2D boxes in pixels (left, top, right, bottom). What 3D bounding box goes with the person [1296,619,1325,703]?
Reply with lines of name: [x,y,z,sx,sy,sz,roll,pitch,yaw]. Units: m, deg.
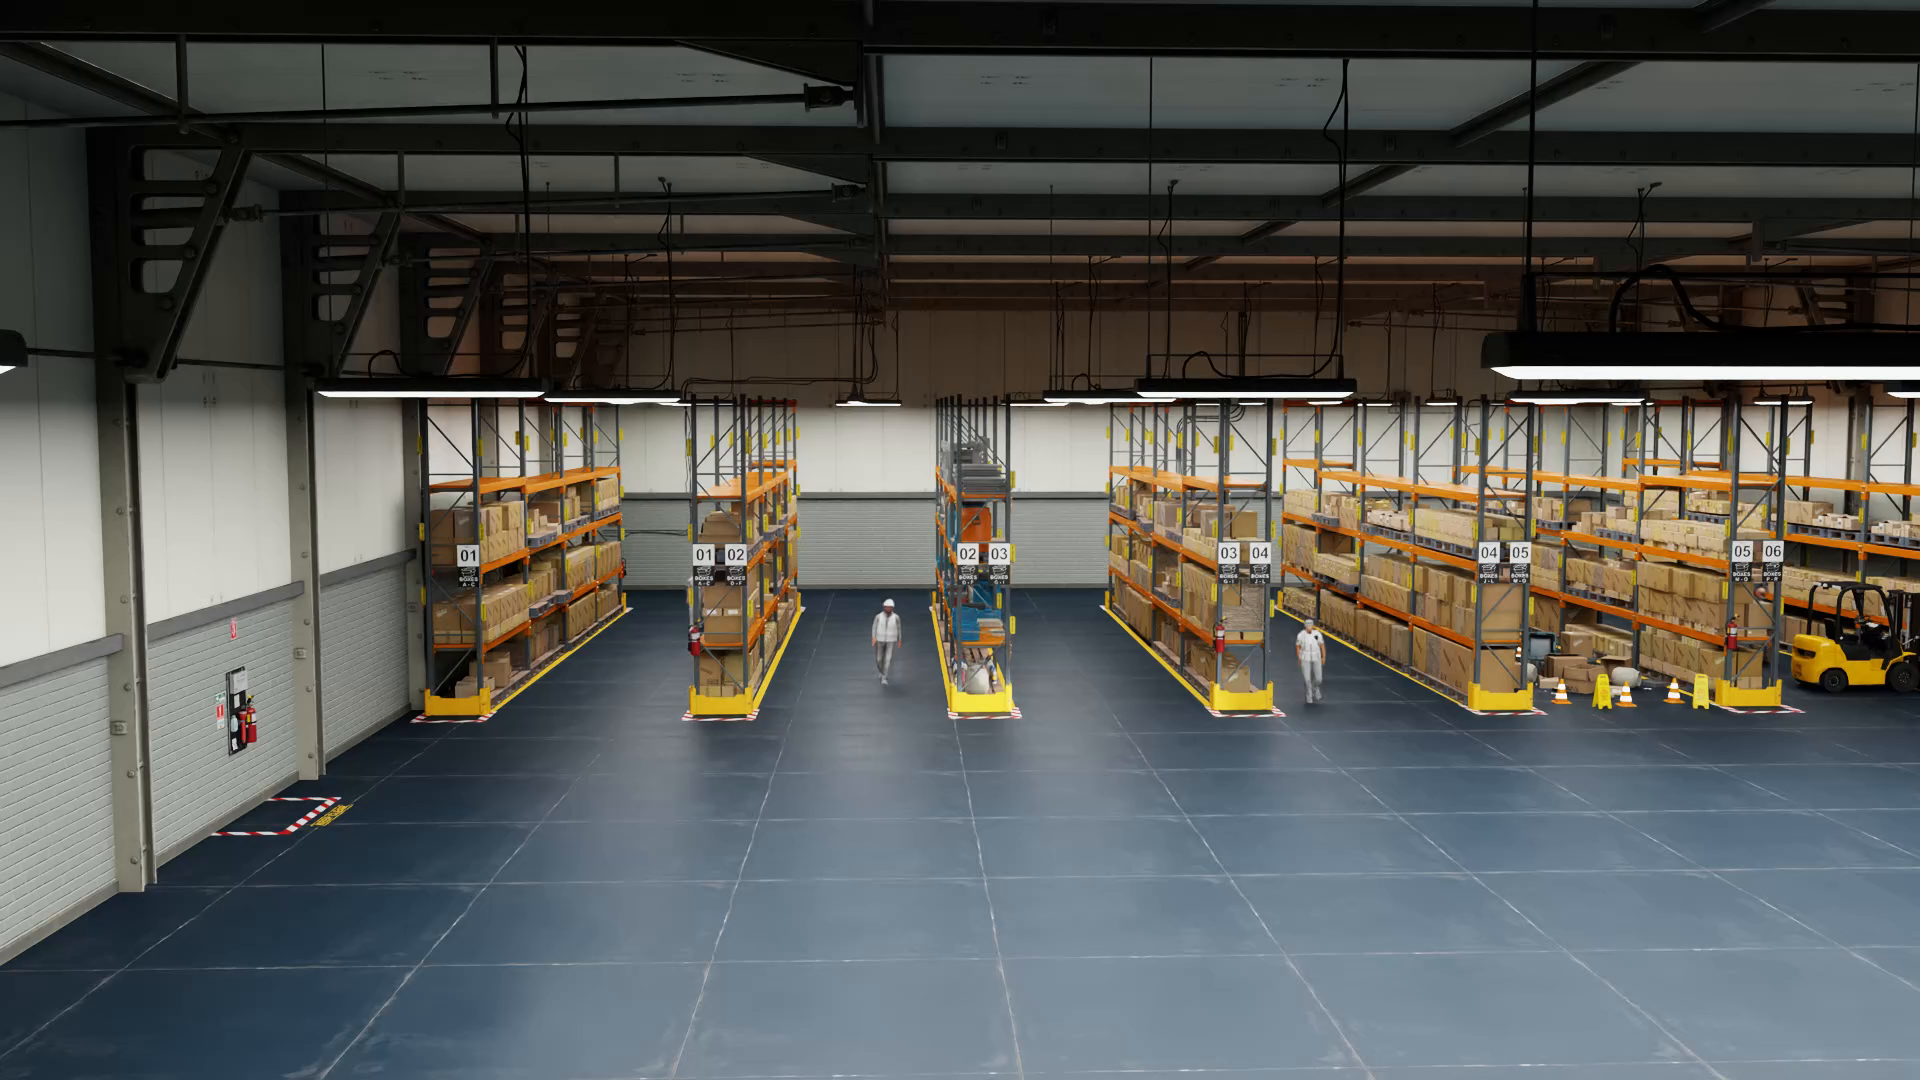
person: [6.866,2.349,32.566,0.553,1.645,0.557,1,5,6]

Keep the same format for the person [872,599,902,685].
person: [-1.537,2.117,34.841,0.619,1.750,0.834,0,4,-1]

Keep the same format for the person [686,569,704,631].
person: [-6.836,1.518,43.003,0.533,1.604,1.064,0,4,-1]

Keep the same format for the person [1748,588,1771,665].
person: [17.991,1.937,37.266,0.515,1.721,0.624,-1,5,-12]

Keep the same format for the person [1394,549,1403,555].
person: [12.682,1.124,47.513,0.661,1.736,0.620,1,5,18]
